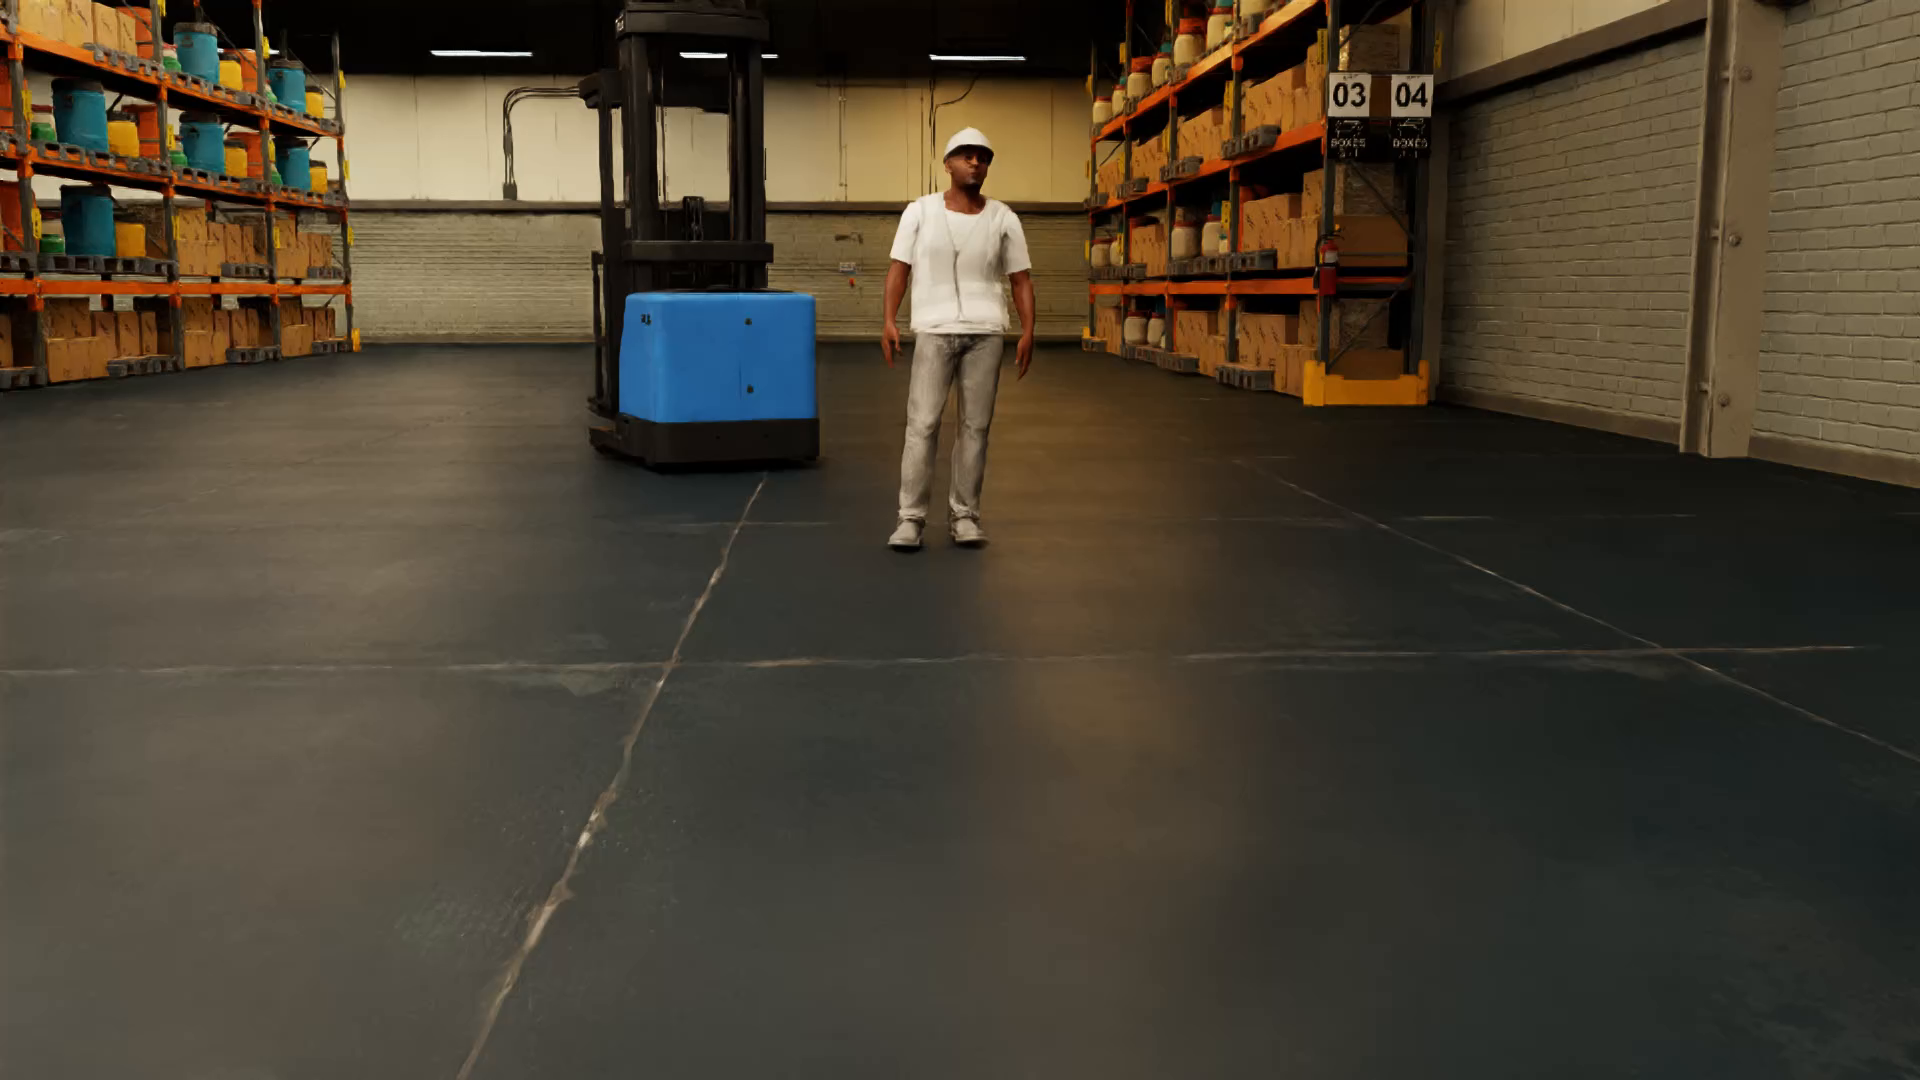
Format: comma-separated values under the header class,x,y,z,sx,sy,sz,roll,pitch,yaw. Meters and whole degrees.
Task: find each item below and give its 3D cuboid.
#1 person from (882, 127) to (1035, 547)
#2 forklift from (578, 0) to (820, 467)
class,x,y,z,sx,sy,sz,roll,pitch,yaw
person,-0.001,-0.870,7.110,0.665,1.766,0.576,-1,8,-4
forklift,-1.927,-2.070,11.273,1.130,2.935,3.031,-4,9,-23
